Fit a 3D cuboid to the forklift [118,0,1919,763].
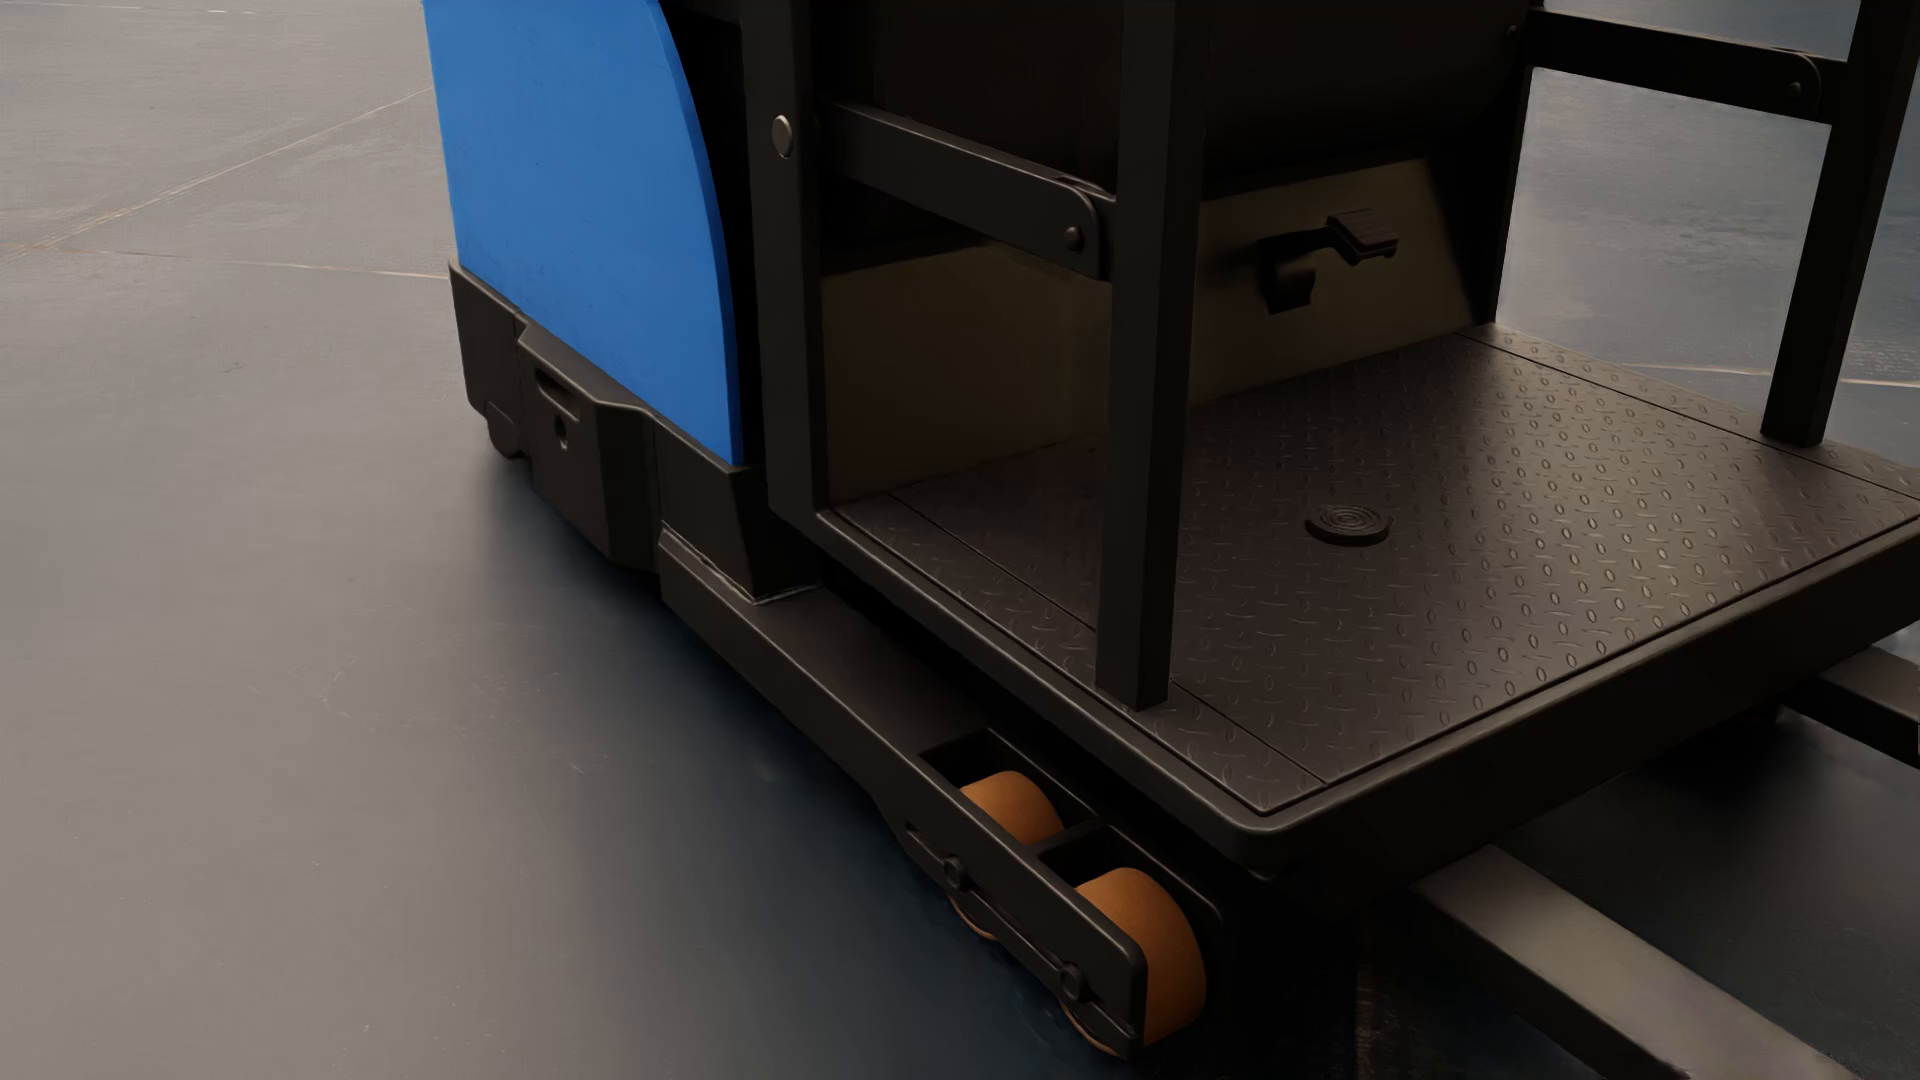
[{"bbox_3d":[0.600,-1.354,1.930,3.031,2.935,1.130,-4,27,-9],"label":"forklift"}]
